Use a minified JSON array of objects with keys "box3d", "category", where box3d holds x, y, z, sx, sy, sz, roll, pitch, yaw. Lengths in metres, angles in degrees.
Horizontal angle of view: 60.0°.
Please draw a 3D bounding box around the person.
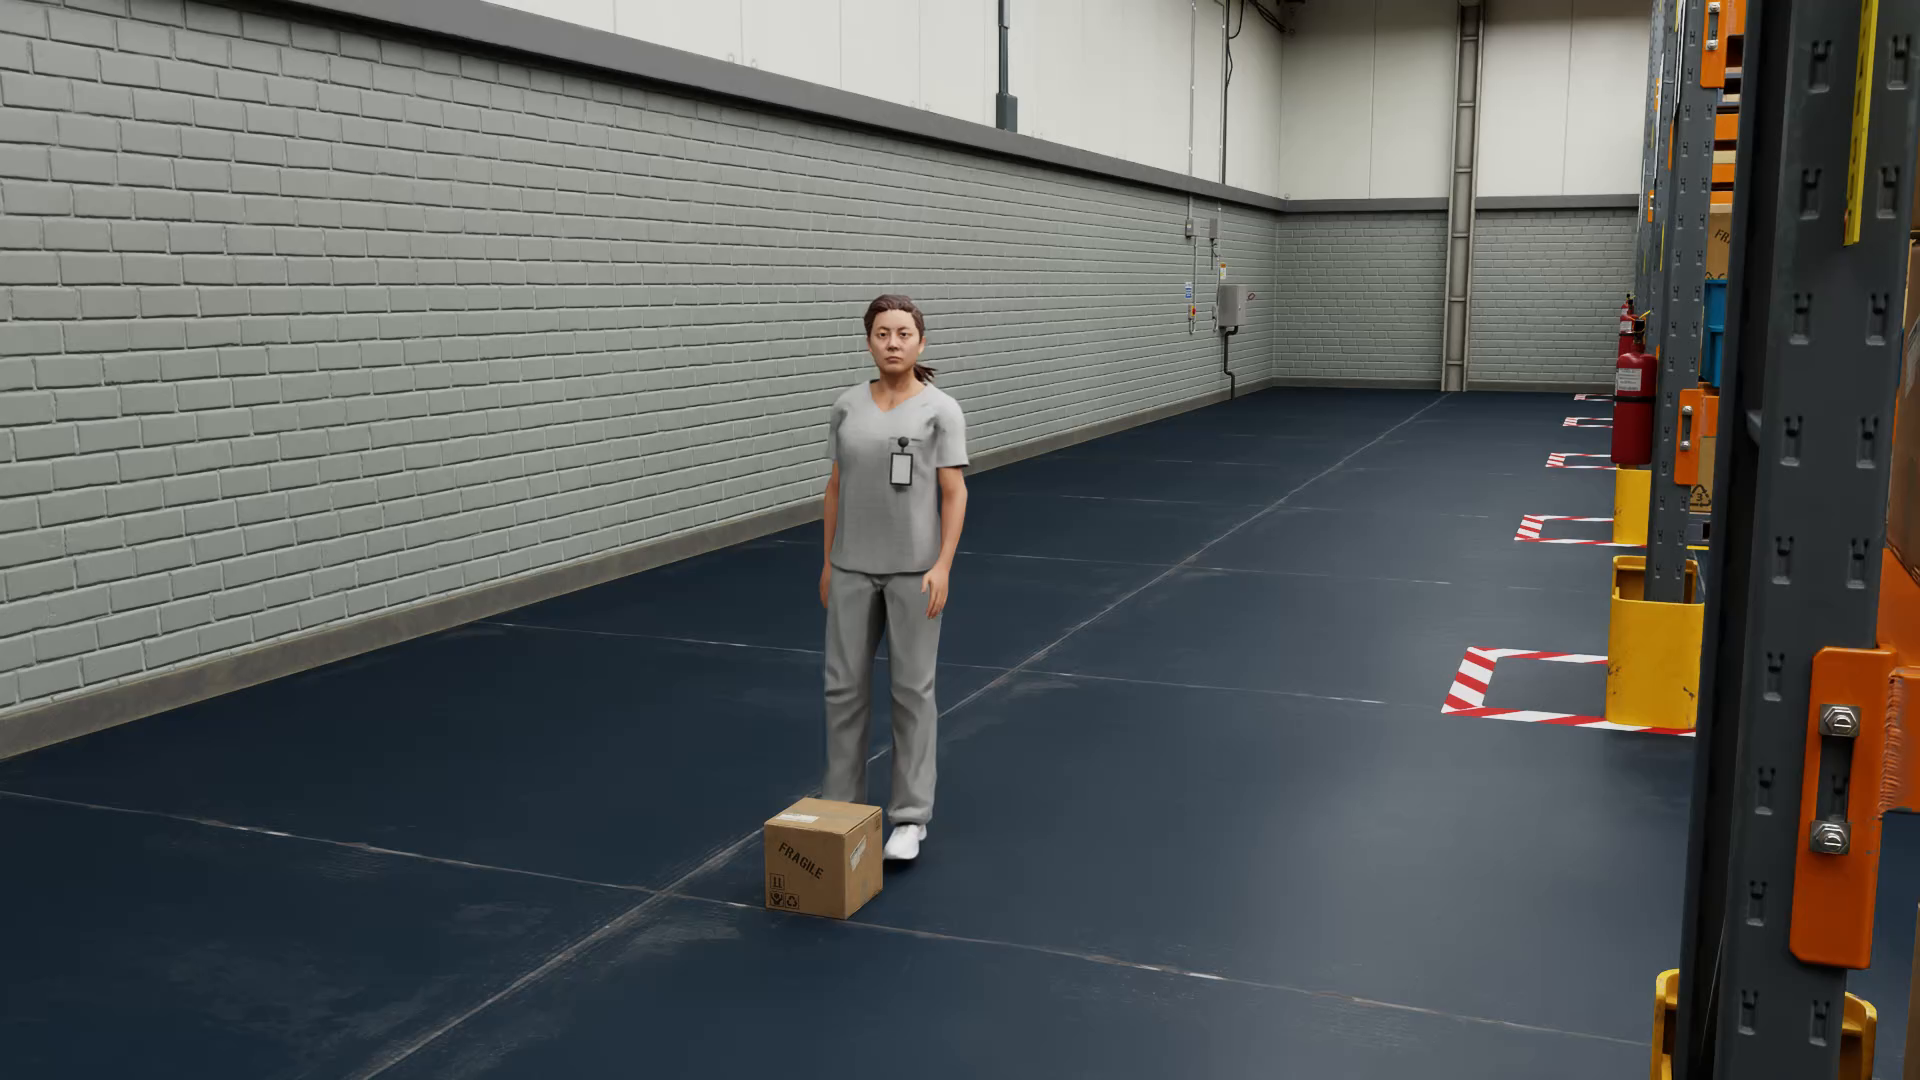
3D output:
[{"box3d":[-0.214,0.246,5.032,0.475,1.448,0.455,2,9,15],"category":"person"}]
